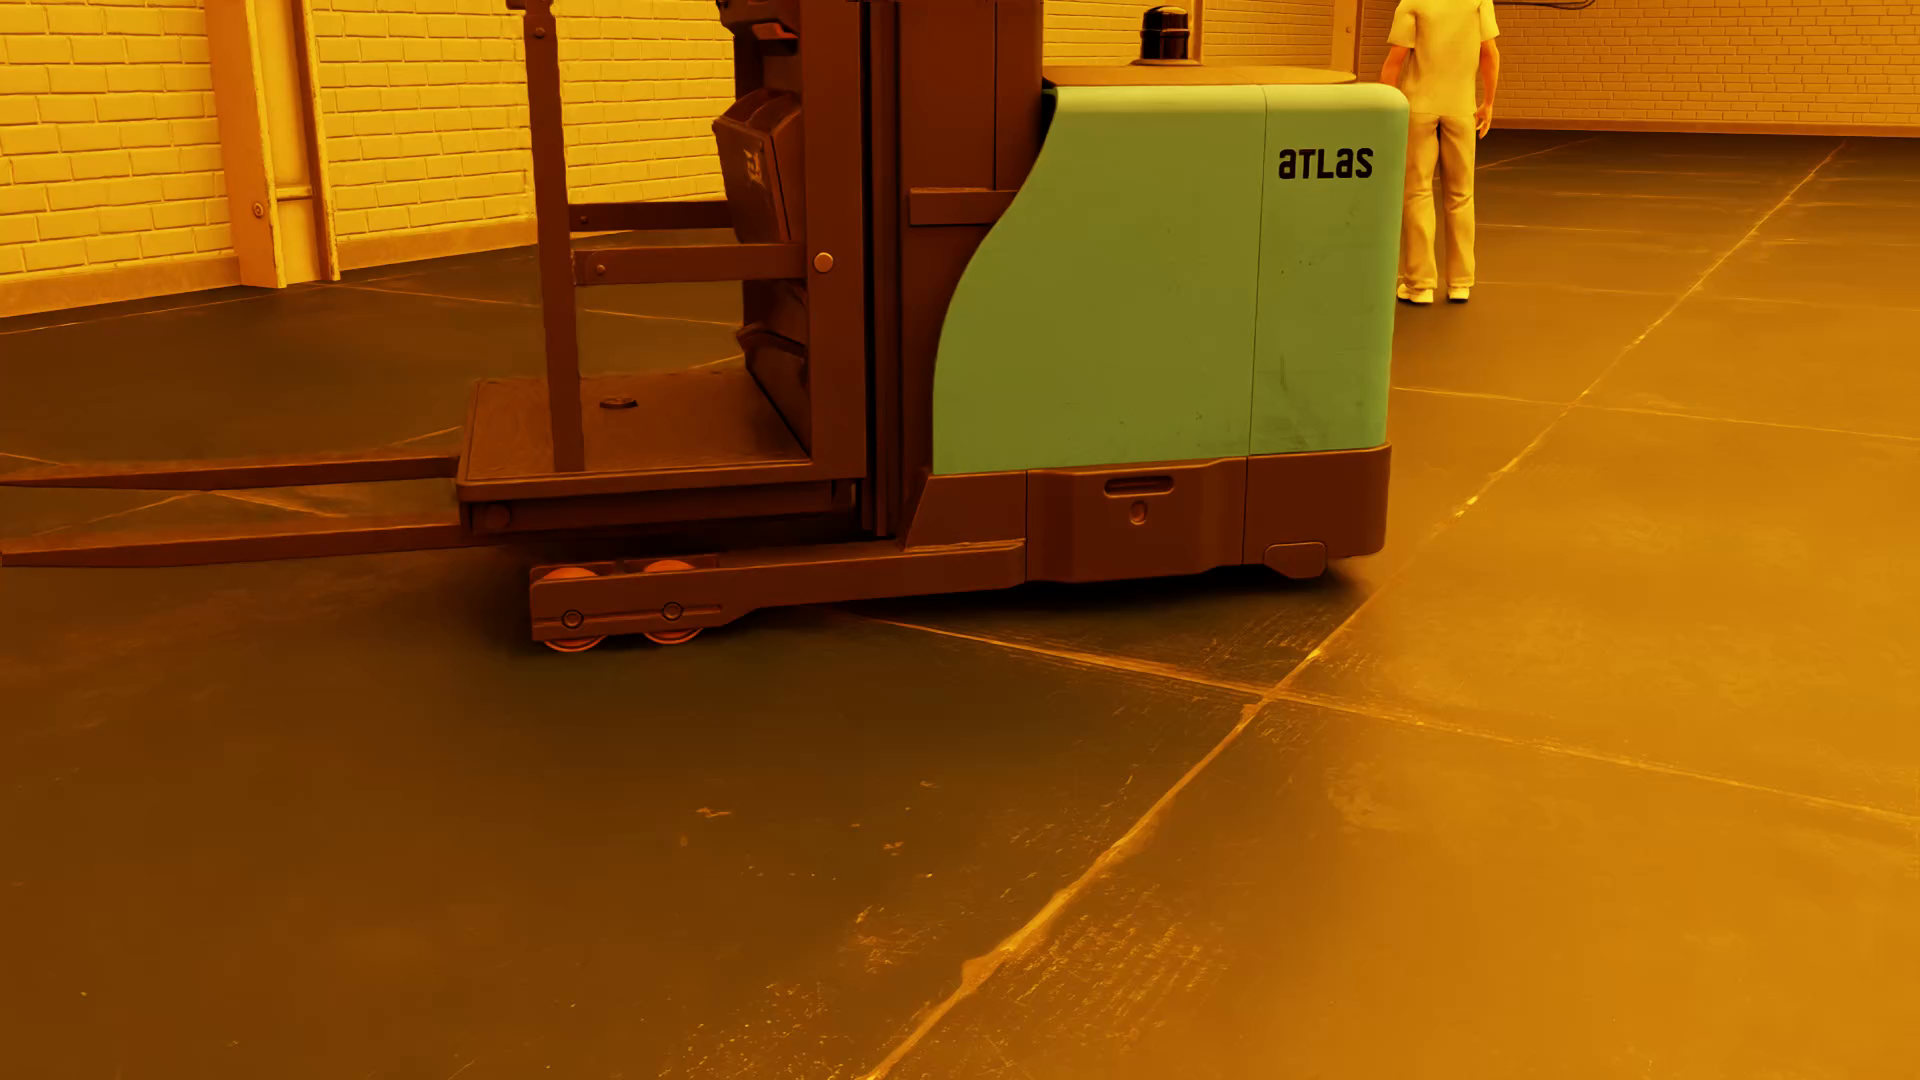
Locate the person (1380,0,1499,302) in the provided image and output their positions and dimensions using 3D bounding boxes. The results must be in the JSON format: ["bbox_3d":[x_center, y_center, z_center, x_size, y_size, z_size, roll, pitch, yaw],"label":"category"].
[{"bbox_3d":[2.173,-1.934,7.620,0.547,1.675,0.548,1,16,3],"label":"person"}]

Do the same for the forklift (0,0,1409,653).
[{"bbox_3d":[-0.619,-1.348,3.430,3.031,2.935,1.130,-4,17,-13],"label":"forklift"}]
